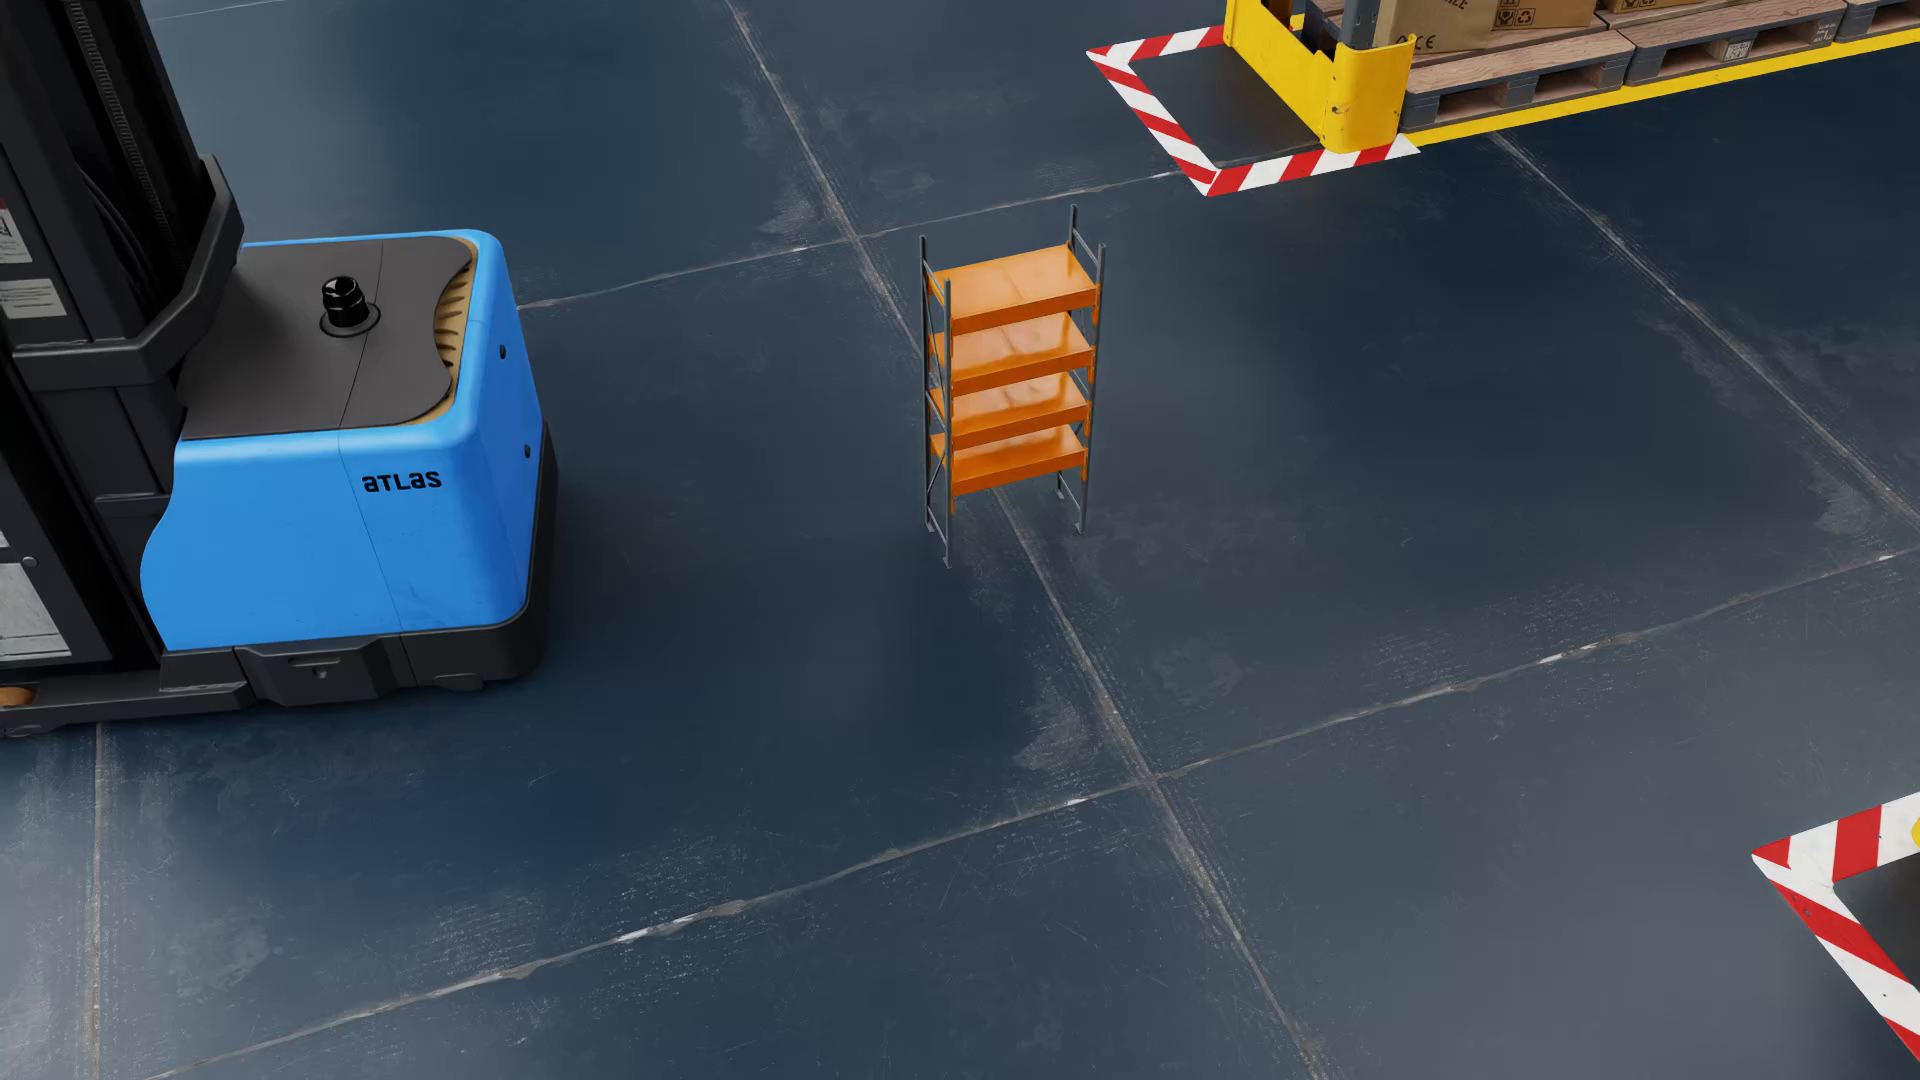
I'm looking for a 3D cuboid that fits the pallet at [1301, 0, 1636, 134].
[{"bbox_3d":[2.417,-2.402,7.995,1.213,0.211,1.003,-14,47,-14],"label":"pallet"}]

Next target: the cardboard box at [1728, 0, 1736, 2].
[{"bbox_3d":[3.849,-3.010,8.100,0.500,0.500,0.500,-18,48,-17],"label":"cardboard box"}]

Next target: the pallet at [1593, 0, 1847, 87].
[{"bbox_3d":[3.563,-2.692,8.284,1.213,0.211,1.003,-14,47,-14],"label":"pallet"}]

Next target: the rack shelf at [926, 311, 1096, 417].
[{"bbox_3d":[0.156,-0.574,5.254,0.480,0.148,0.258,-14,47,-14],"label":"rack shelf"}]

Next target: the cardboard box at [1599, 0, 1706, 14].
[{"bbox_3d":[3.308,-2.905,7.996,0.500,0.500,0.500,-10,46,-10],"label":"cardboard box"}]

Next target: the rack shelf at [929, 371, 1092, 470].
[{"bbox_3d":[0.156,-0.416,5.412,0.480,0.148,0.258,-14,47,-14],"label":"rack shelf"}]

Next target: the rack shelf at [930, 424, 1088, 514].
[{"bbox_3d":[0.156,-0.276,5.553,0.480,0.148,0.258,-14,47,-14],"label":"rack shelf"}]

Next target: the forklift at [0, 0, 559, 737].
[{"bbox_3d":[-2.879,-0.807,4.485,3.031,2.935,1.130,-5,45,-4],"label":"forklift"}]

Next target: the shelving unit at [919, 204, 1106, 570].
[{"bbox_3d":[0.156,-0.463,5.365,0.503,1.200,0.258,-14,47,-14],"label":"shelving unit"}]

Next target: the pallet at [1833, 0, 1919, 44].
[{"bbox_3d":[4.712,-2.988,8.579,1.213,0.211,1.003,-14,47,-14],"label":"pallet"}]

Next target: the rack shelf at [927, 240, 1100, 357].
[{"bbox_3d":[0.156,-0.741,5.086,0.480,0.148,0.258,-14,47,-14],"label":"rack shelf"}]

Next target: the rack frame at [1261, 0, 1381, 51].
[{"bbox_3d":[1.569,-3.196,6.817,0.127,3.000,1.000,-14,47,-14],"label":"rack frame"}]

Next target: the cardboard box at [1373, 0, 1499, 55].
[{"bbox_3d":[2.162,-2.601,7.693,0.500,0.500,0.500,-6,45,-6],"label":"cardboard box"}]

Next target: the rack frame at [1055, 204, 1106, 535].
[{"bbox_3d":[0.385,-0.522,5.423,0.015,1.200,0.240,-14,47,-14],"label":"rack frame"}]

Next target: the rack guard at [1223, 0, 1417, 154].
[{"bbox_3d":[1.641,-2.332,7.721,0.348,0.500,1.175,-14,47,-14],"label":"rack guard"}]

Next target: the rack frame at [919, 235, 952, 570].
[{"bbox_3d":[-0.074,-0.405,5.306,0.015,1.200,0.240,-14,47,-14],"label":"rack frame"}]

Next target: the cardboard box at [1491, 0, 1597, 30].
[{"bbox_3d":[2.713,-2.767,7.859,0.500,0.500,0.500,-3,45,-3],"label":"cardboard box"}]

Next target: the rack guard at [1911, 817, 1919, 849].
[{"bbox_3d":[3.136,1.021,4.379,0.348,0.500,1.175,-14,47,-14],"label":"rack guard"}]
